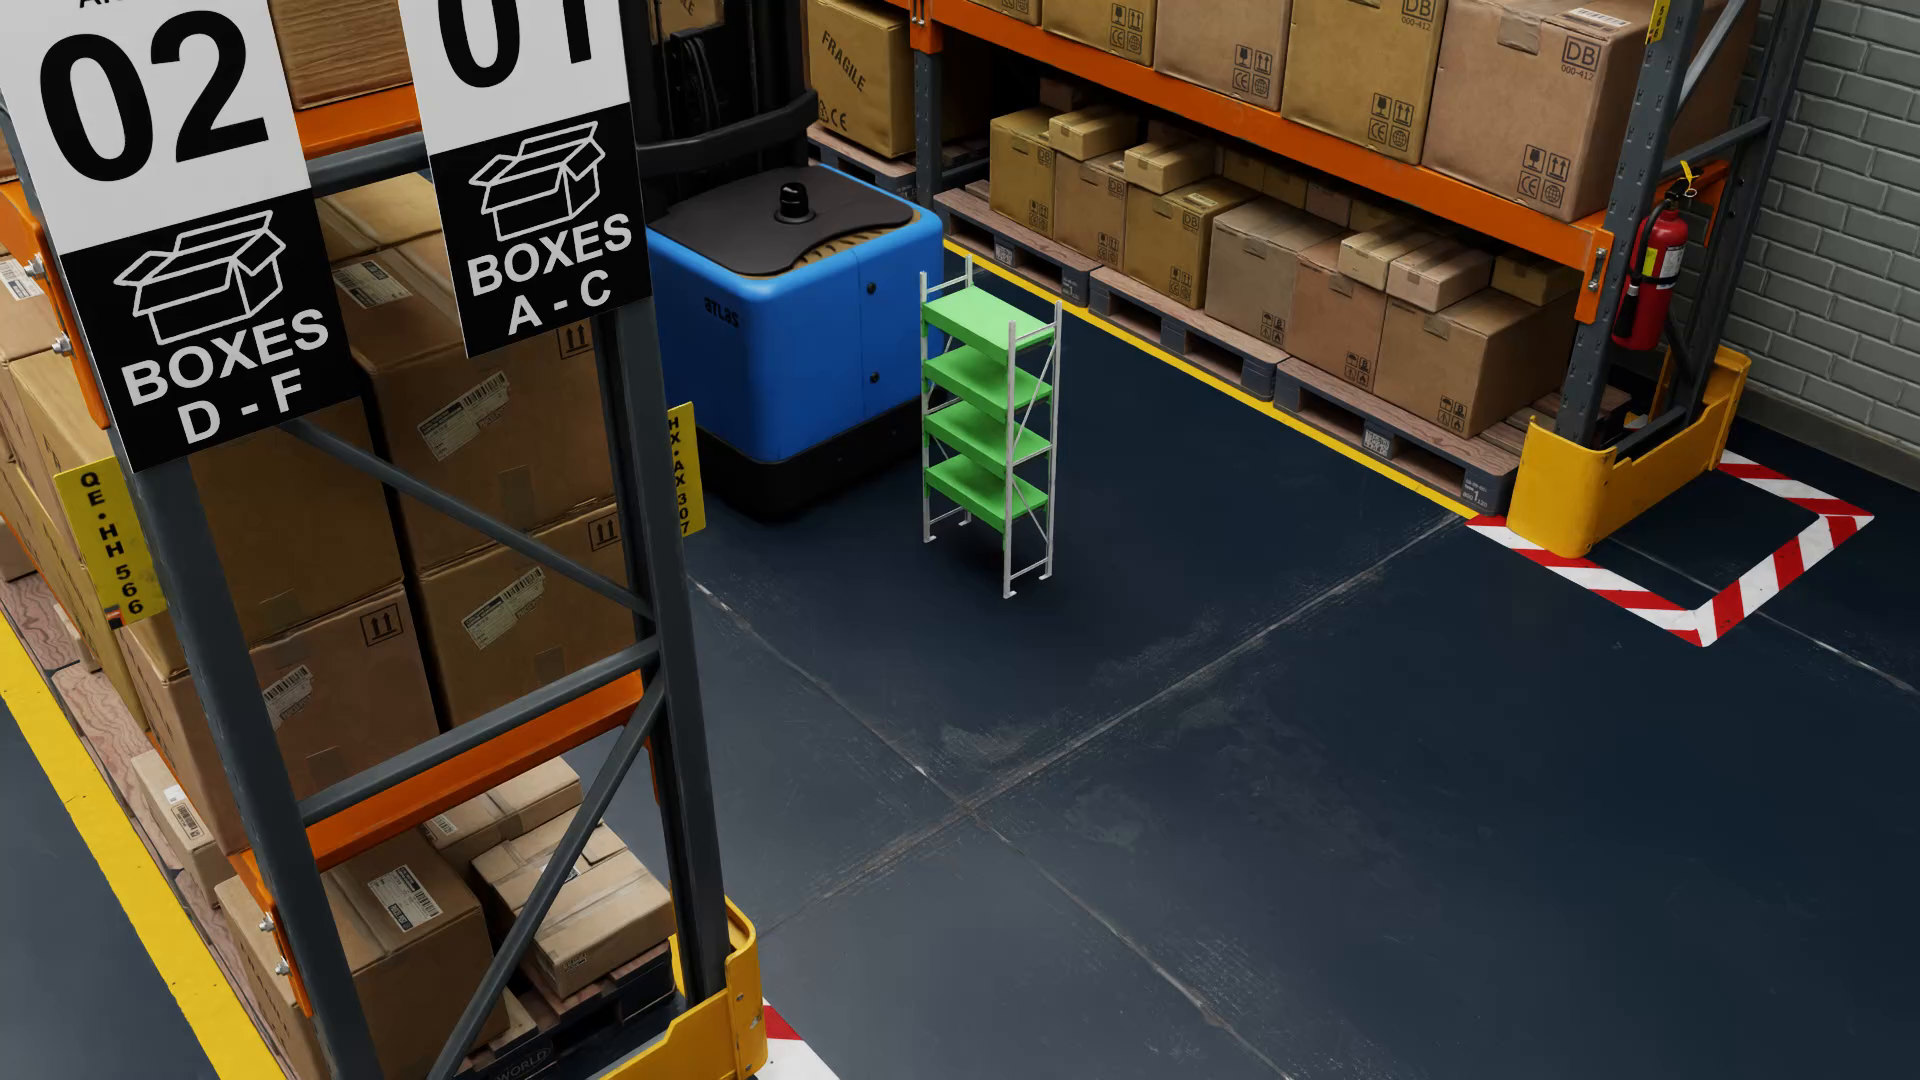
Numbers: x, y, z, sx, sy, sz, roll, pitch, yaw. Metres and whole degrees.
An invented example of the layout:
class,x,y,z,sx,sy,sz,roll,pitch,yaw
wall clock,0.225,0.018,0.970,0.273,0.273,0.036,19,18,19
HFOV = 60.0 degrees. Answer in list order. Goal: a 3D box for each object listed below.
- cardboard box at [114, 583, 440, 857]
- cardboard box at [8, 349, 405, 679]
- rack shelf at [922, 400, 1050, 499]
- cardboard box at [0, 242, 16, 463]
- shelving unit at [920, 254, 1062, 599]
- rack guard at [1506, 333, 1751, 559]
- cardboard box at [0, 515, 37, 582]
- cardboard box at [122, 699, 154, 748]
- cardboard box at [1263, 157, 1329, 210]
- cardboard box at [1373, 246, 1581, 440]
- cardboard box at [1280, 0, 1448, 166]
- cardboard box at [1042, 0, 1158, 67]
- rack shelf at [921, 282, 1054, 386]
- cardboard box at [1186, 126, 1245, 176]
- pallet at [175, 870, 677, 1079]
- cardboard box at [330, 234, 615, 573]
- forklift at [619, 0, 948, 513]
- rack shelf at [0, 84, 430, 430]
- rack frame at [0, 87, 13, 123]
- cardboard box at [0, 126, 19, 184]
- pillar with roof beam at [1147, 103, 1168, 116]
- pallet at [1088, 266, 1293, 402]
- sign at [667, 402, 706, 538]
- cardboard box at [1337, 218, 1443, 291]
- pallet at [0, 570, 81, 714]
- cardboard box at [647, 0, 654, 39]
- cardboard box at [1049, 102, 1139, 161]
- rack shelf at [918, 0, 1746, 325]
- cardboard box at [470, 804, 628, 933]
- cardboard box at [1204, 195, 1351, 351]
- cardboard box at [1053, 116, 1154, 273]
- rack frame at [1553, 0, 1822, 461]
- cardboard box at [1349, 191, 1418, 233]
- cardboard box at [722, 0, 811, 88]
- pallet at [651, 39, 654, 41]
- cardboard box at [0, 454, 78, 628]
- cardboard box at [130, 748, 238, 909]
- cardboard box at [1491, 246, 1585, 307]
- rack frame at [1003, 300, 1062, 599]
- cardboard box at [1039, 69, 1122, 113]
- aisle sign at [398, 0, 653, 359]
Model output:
class,x,y,z,sx,sy,sz,roll,pitch,yaw
cardboard box,-1.520,0.275,3.680,0.500,0.500,0.500,-25,42,-30
cardboard box,-1.520,-0.131,3.388,0.500,0.500,0.500,-26,43,-32
rack shelf,0.107,-0.364,6.337,0.258,0.148,0.480,-26,43,-32
cardboard box,-2.185,-0.581,4.023,0.500,0.500,0.500,-25,42,-31
shelving unit,0.107,-0.417,6.300,0.258,1.200,0.503,-26,43,-32
rack guard,2.774,-0.406,6.891,1.175,0.500,0.348,-26,43,-32
cardboard box,-3.499,-0.170,6.341,0.500,0.311,0.500,-26,43,-32
cardboard box,-2.388,0.313,5.492,0.797,0.503,0.637,-26,43,-32
cardboard box,1.644,-1.703,7.798,0.380,0.149,0.250,-26,43,-31
cardboard box,2.231,-0.860,7.169,0.700,0.500,0.500,-26,43,-32
cardboard box,1.944,-2.098,6.858,0.980,0.700,0.700,-26,43,-32
cardboard box,0.982,-2.756,7.786,0.980,0.700,0.700,-27,43,-33
rack shelf,0.107,-0.756,6.060,0.258,0.148,0.480,-26,43,-32
cardboard box,1.314,-1.929,8.117,0.380,0.149,0.250,-26,43,-31
pallet,-1.587,1.165,4.923,1.003,0.211,1.213,-26,43,-32
cardboard box,-1.108,-0.331,3.670,0.500,0.500,0.500,-25,42,-30
forklift,-1.434,-2.063,7.127,1.130,2.935,3.031,-29,44,-34
rack shelf,-2.314,-1.401,4.161,1.077,0.370,4.000,-26,43,-32
rack frame,-1.023,-2.036,1.839,1.000,3.000,0.127,-26,43,-32
cardboard box,-1.556,-0.879,2.931,0.500,0.250,0.500,-26,43,-32
pillar with roof beam,-1.999,-4.059,4.696,9.100,9.000,0.400,-26,43,-32
pallet,1.400,-1.161,8.207,1.003,0.211,1.213,-26,43,-32
sign,-0.609,-0.144,3.608,0.100,0.325,0.005,-26,43,-32
cardboard box,1.843,-1.226,7.124,0.380,0.149,0.250,-25,42,-31
pallet,-3.162,0.088,6.444,1.003,0.211,1.213,-26,43,-32
cardboard box,-2.030,-3.890,11.144,0.750,0.750,0.750,-27,43,-32
cardboard box,0.663,-2.032,8.261,0.380,0.149,0.250,-24,42,-30
rack shelf,1.468,-2.027,7.639,1.077,0.370,4.000,-26,43,-32
cardboard box,-1.192,0.965,4.862,0.380,0.166,0.250,-26,43,-32
cardboard box,1.583,-1.303,7.794,0.700,0.500,0.500,-28,44,-33
cardboard box,0.903,-1.763,8.443,0.700,0.500,0.500,-26,43,-32
rack frame,2.759,-1.437,6.184,1.000,3.000,0.127,-26,43,-32
cardboard box,1.975,-1.478,7.480,0.380,0.149,0.250,-26,43,-31
cardboard box,-0.917,-3.127,10.067,0.750,0.750,0.750,-25,42,-30
pallet,-1.953,-3.455,11.446,1.003,0.211,1.213,-26,43,-32
cardboard box,-2.175,-0.175,4.315,0.500,0.500,0.500,-26,43,-31
cardboard box,-2.152,0.776,5.058,0.500,0.250,0.500,-26,43,-32
cardboard box,2.464,-1.144,7.009,0.380,0.149,0.250,-26,43,-31
rack frame,0.264,-0.309,6.148,0.240,1.200,0.015,-26,43,-32
cardboard box,0.640,-2.389,8.766,0.380,0.149,0.250,-26,43,-32
aisle sign,-0.755,-0.728,2.934,0.394,0.787,0.004,-26,43,-32
